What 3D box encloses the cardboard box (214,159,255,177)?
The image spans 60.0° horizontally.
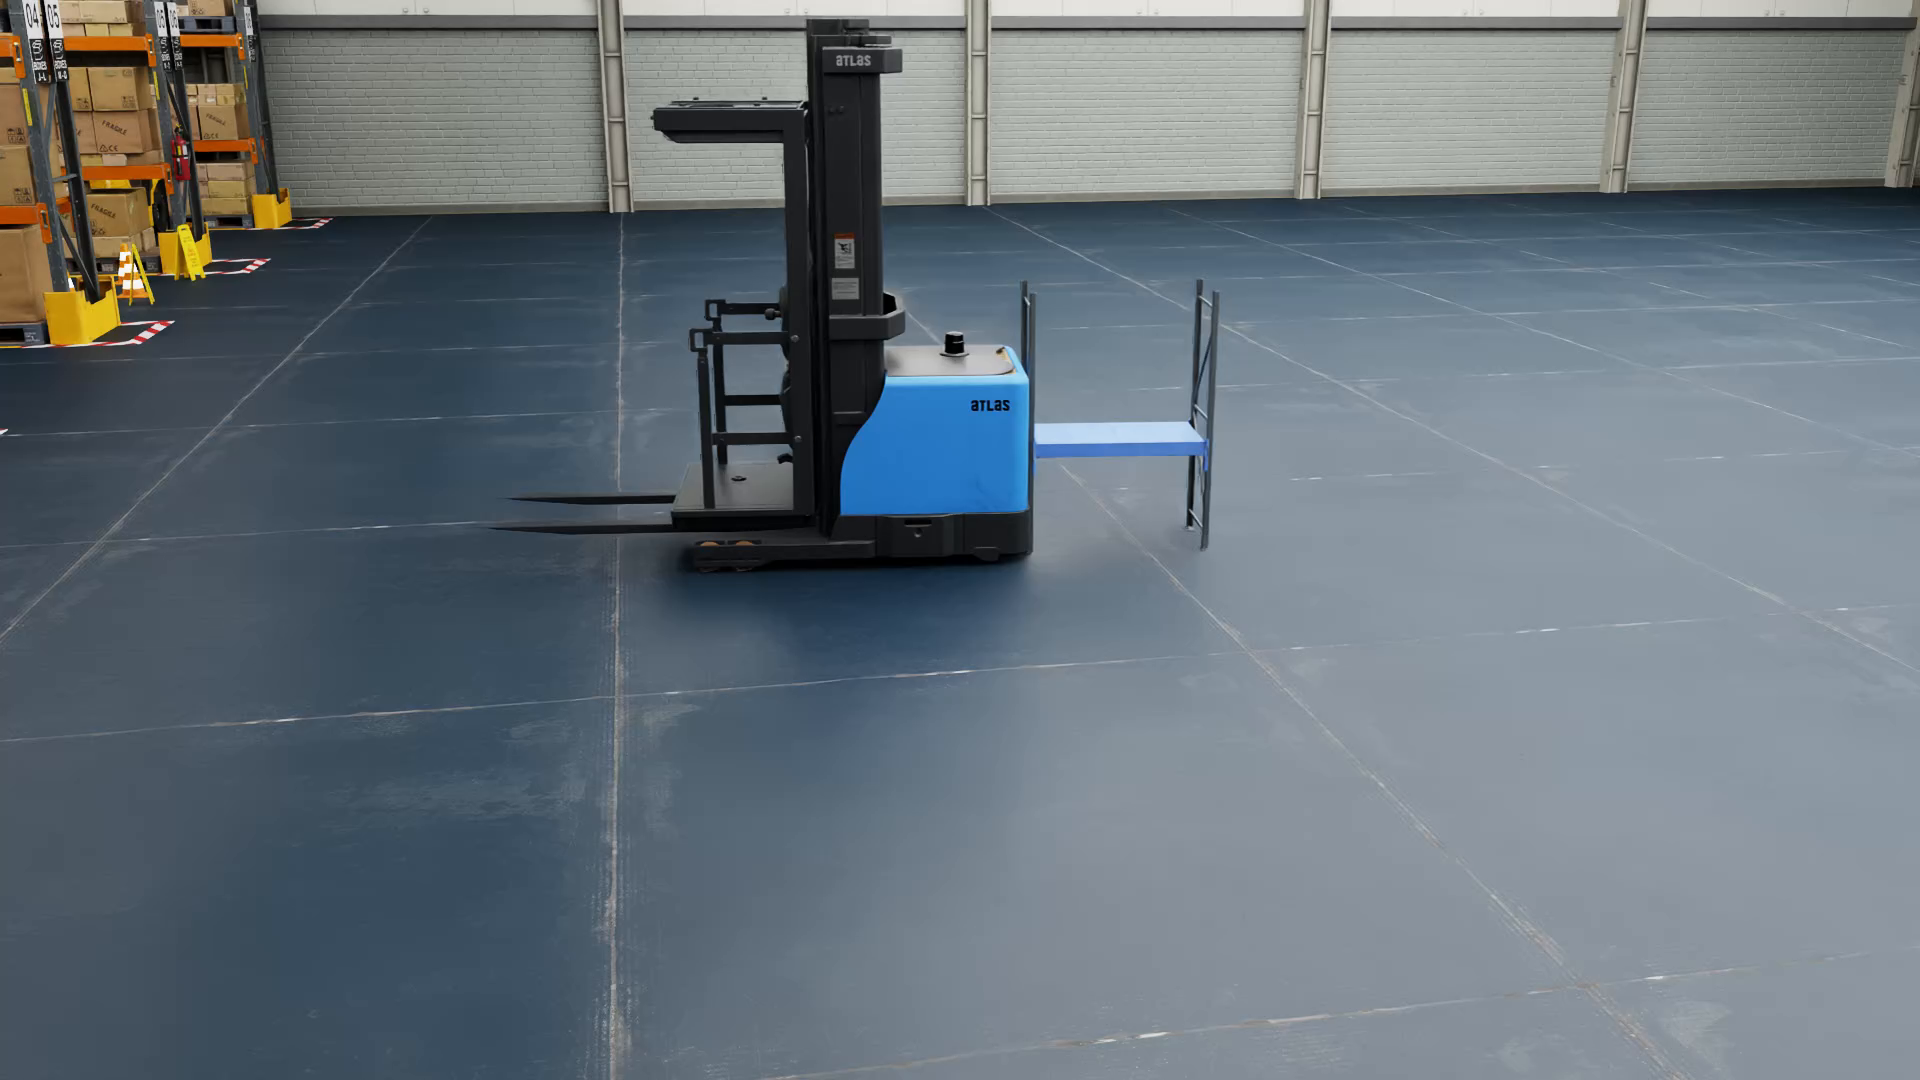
[{"bbox_3d":[-11.139,-5.708,25.552,0.500,0.250,0.500,-4,17,-11],"label":"cardboard box"}]

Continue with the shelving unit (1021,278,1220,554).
[{"bbox_3d":[0.894,-0.718,9.595,1.048,1.500,0.538,-1,17,-3],"label":"shelving unit"}]

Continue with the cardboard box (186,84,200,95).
[{"bbox_3d":[-11.431,-6.690,24.703,0.250,0.149,0.380,-3,17,-9],"label":"cardboard box"}]

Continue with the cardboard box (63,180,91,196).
[{"bbox_3d":[-10.771,-4.280,20.225,0.250,0.149,0.380,-3,17,-9],"label":"cardboard box"}]

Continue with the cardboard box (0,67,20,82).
[{"bbox_3d":[-11.126,-5.378,19.831,0.500,0.500,0.700,-3,17,-11],"label":"cardboard box"}]

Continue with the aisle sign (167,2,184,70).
[{"bbox_3d":[-9.684,-6.221,20.528,0.004,0.787,0.394,-3,17,-10],"label":"aisle sign"}]

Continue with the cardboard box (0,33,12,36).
[{"bbox_3d":[-11.246,-6.035,19.671,0.250,0.149,0.380,-4,17,-12],"label":"cardboard box"}]

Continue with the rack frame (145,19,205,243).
[{"bbox_3d":[-9.686,-4.885,20.608,0.127,3.000,1.000,-3,17,-10],"label":"rack frame"}]

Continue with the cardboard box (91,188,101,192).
[{"bbox_3d":[-11.066,-4.133,20.849,0.500,0.500,0.500,-4,18,-13],"label":"cardboard box"}]

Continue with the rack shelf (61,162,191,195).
[{"bbox_3d":[-11.650,-4.430,20.351,4.000,0.370,1.077,-3,17,-10],"label":"rack shelf"}]

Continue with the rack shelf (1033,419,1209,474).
[{"bbox_3d":[0.894,-0.546,9.648,1.000,0.185,0.538,-1,17,-3],"label":"rack shelf"}]

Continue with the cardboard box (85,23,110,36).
[{"bbox_3d":[-10.221,-6.075,19.801,0.250,0.149,0.380,-3,17,-10],"label":"cardboard box"}]

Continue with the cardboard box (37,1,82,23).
[{"bbox_3d":[-10.634,-6.260,19.723,0.500,0.250,0.500,-3,17,-11],"label":"cardboard box"}]

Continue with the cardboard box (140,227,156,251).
[{"bbox_3d":[-10.530,-3.806,21.063,0.500,0.250,0.500,-3,17,-11],"label":"cardboard box"}]

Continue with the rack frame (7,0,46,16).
[{"bbox_3d":[-8.648,-6.332,15.099,0.127,3.000,1.000,-3,17,-10],"label":"rack frame"}]

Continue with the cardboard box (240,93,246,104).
[{"bbox_3d":[-11.014,-6.730,25.338,0.250,0.149,0.380,-4,17,-12],"label":"cardboard box"}]

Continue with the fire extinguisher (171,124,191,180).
[{"bbox_3d":[-9.486,-4.722,20.207,0.183,0.674,0.296,-3,17,-10],"label":"fire extinguisher"}]

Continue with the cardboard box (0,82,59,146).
[{"bbox_3d":[-9.019,-4.042,15.769,0.550,0.550,0.875,-3,17,-10],"label":"cardboard box"}]

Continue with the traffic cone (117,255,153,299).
[{"bbox_3d":[-9.319,-2.976,18.711,0.334,0.463,0.336,-3,17,-10],"label":"traffic cone"}]

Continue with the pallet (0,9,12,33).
[{"bbox_3d":[-9.374,-4.811,15.408,1.213,0.211,1.003,-3,17,-10],"label":"pallet"}]

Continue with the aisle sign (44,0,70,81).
[{"bbox_3d":[-8.635,-4.797,15.893,0.004,0.787,0.394,-3,17,-10],"label":"aisle sign"}]

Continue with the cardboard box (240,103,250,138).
[{"bbox_3d":[-11.170,-6.416,25.422,0.500,0.500,0.500,-3,17,-9],"label":"cardboard box"}]

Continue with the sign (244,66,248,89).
[{"bbox_3d":[-10.542,-6.825,24.549,0.005,0.325,0.100,-3,17,-10],"label":"sign"}]

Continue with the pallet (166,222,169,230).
[{"bbox_3d":[-12.570,-4.861,25.279,1.213,0.211,1.003,-3,17,-10],"label":"pallet"}]

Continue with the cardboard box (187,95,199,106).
[{"bbox_3d":[-11.430,-6.554,24.766,0.250,0.149,0.380,-3,17,-9],"label":"cardboard box"}]

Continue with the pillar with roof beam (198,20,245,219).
[{"bbox_3d":[-10.669,-8.164,21.064,0.400,9.000,9.100,-3,17,-10],"label":"pillar with roof beam"}]

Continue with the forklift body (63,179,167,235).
[{"bbox_3d":[-12.147,-5.279,23.334,1.214,2.155,2.313,-3,17,-10],"label":"forklift body"}]

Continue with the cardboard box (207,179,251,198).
[{"bbox_3d":[-11.050,-5.324,25.153,0.500,0.250,0.500,-3,17,-11],"label":"cardboard box"}]

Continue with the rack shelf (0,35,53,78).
[{"bbox_3d":[-10.611,-4.442,15.283,4.000,0.370,1.077,-3,17,-10],"label":"rack shelf"}]

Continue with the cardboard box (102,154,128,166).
[{"bbox_3d":[-10.240,-4.636,20.226,0.250,0.149,0.380,-3,17,-11],"label":"cardboard box"}]

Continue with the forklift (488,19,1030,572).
[{"bbox_3d":[-1.146,-1.383,9.322,3.031,2.935,1.130,-1,17,-3],"label":"forklift"}]

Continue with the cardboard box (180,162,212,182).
[{"bbox_3d":[-11.525,-5.534,24.987,0.500,0.250,0.500,-3,17,-9],"label":"cardboard box"}]

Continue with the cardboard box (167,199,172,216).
[{"bbox_3d":[-12.016,-5.035,25.063,0.500,0.250,0.500,-3,17,-10],"label":"cardboard box"}]

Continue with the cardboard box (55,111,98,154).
[{"bbox_3d":[-10.659,-4.939,20.106,0.500,0.500,0.500,-3,17,-10],"label":"cardboard box"}]

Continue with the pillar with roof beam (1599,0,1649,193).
[{"bbox_3d":[12.895,-9.500,25.416,0.400,9.000,9.100,-3,17,-10],"label":"pillar with roof beam"}]

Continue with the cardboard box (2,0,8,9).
[{"bbox_3d":[-9.045,-5.099,15.739,0.250,0.149,0.380,-3,17,-10],"label":"cardboard box"}]

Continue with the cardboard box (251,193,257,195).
[{"bbox_3d":[-11.151,-5.231,25.702,0.500,0.250,0.500,-3,17,-10],"label":"cardboard box"}]

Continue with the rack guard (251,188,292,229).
[{"bbox_3d":[-10.608,-5.122,25.637,0.348,0.500,1.175,-3,17,-10],"label":"rack guard"}]
